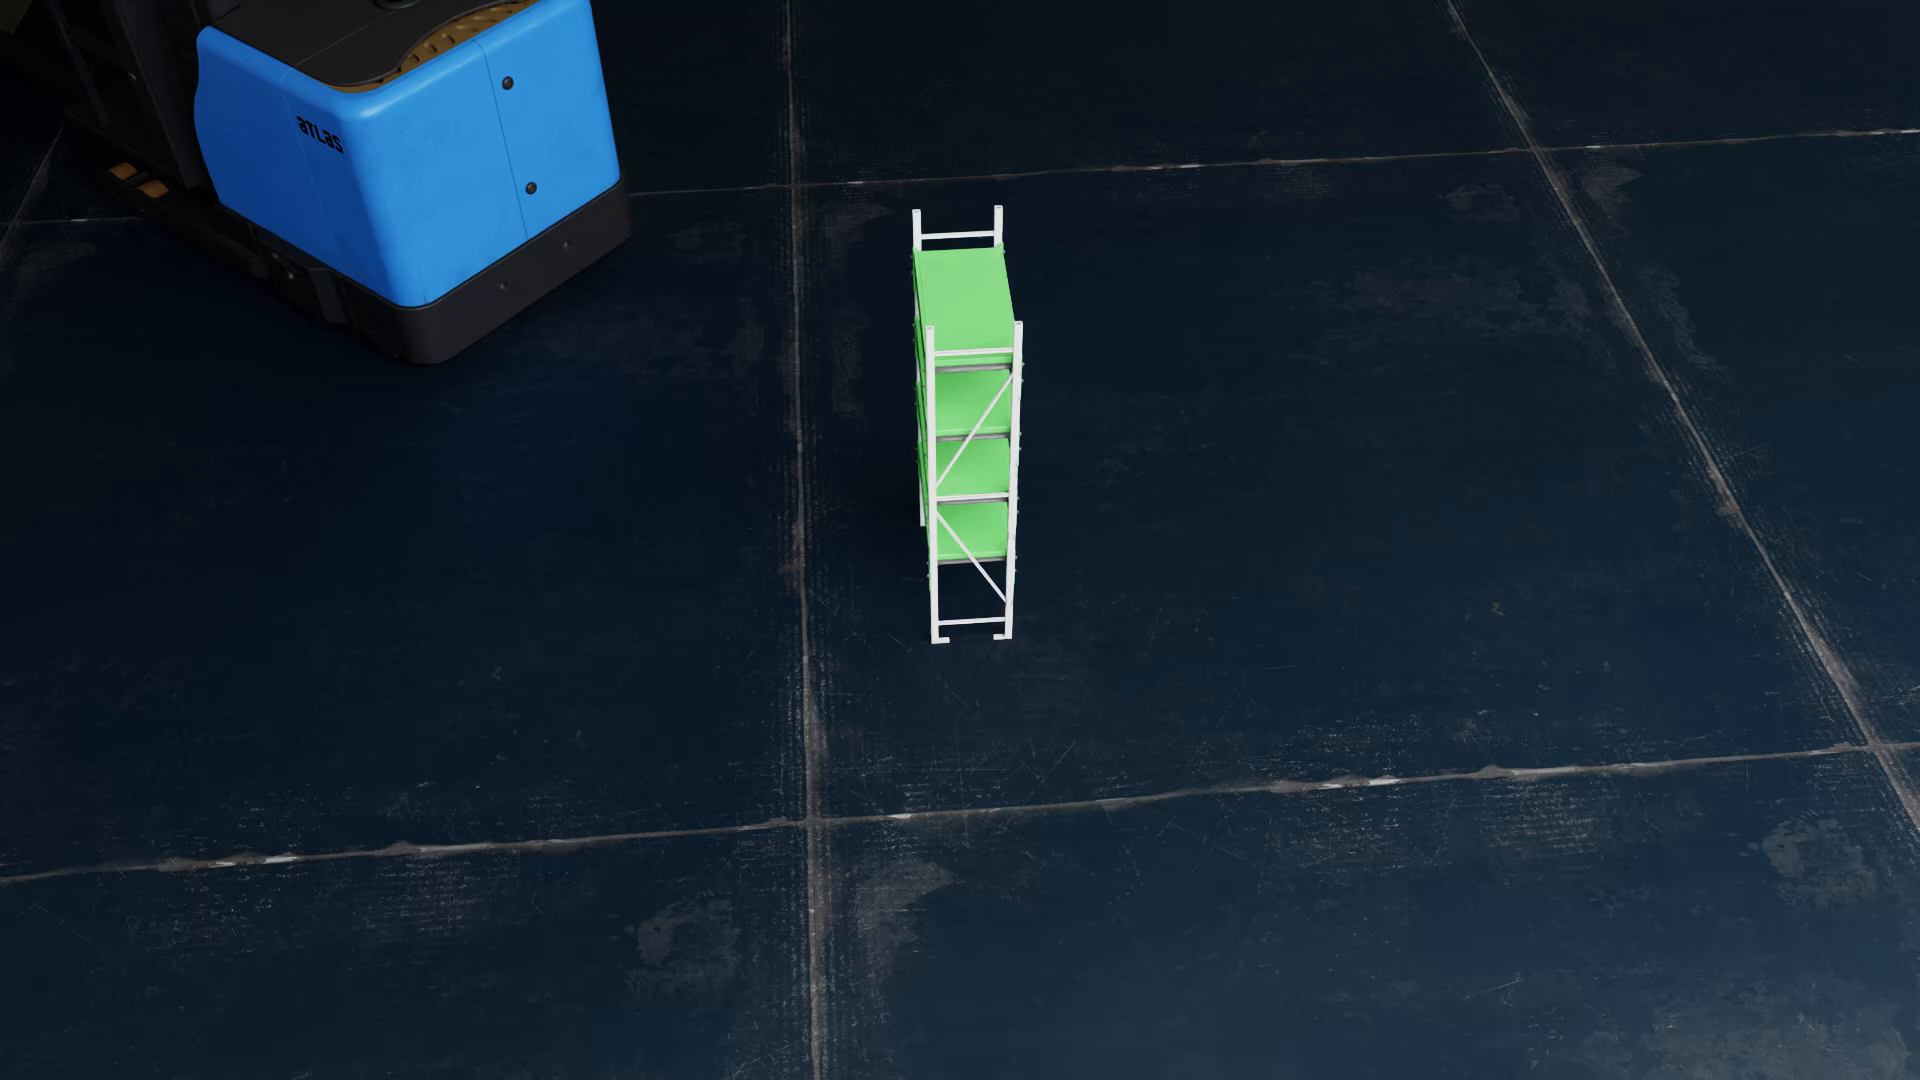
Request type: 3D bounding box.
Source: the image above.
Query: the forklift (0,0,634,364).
[{"bbox_3d":[-2.707,-2.498,5.597,3.031,2.935,1.130,29,53,25],"label":"forklift"}]

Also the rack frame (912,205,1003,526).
[{"bbox_3d":[-0.007,-0.469,4.868,0.240,1.200,0.015,-3,47,-3],"label":"rack frame"}]

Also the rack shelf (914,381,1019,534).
[{"bbox_3d":[0.014,-0.249,4.747,0.258,0.148,0.480,-3,47,-3],"label":"rack shelf"}]

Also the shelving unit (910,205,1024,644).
[{"bbox_3d":[0.014,-0.293,4.701,0.258,1.200,0.503,-3,47,-3],"label":"shelving unit"}]

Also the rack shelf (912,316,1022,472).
[{"bbox_3d":[0.014,-0.414,4.573,0.258,0.148,0.480,-3,47,-3],"label":"rack shelf"}]

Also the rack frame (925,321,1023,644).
[{"bbox_3d":[0.034,-0.116,4.534,0.240,1.200,0.015,-3,47,-3],"label":"rack frame"}]

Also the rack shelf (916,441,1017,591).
[{"bbox_3d":[0.014,-0.084,4.922,0.258,0.148,0.480,-3,47,-3],"label":"rack shelf"}]

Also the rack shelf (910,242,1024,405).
[{"bbox_3d":[0.014,-0.579,4.399,0.258,0.148,0.480,-3,47,-3],"label":"rack shelf"}]
